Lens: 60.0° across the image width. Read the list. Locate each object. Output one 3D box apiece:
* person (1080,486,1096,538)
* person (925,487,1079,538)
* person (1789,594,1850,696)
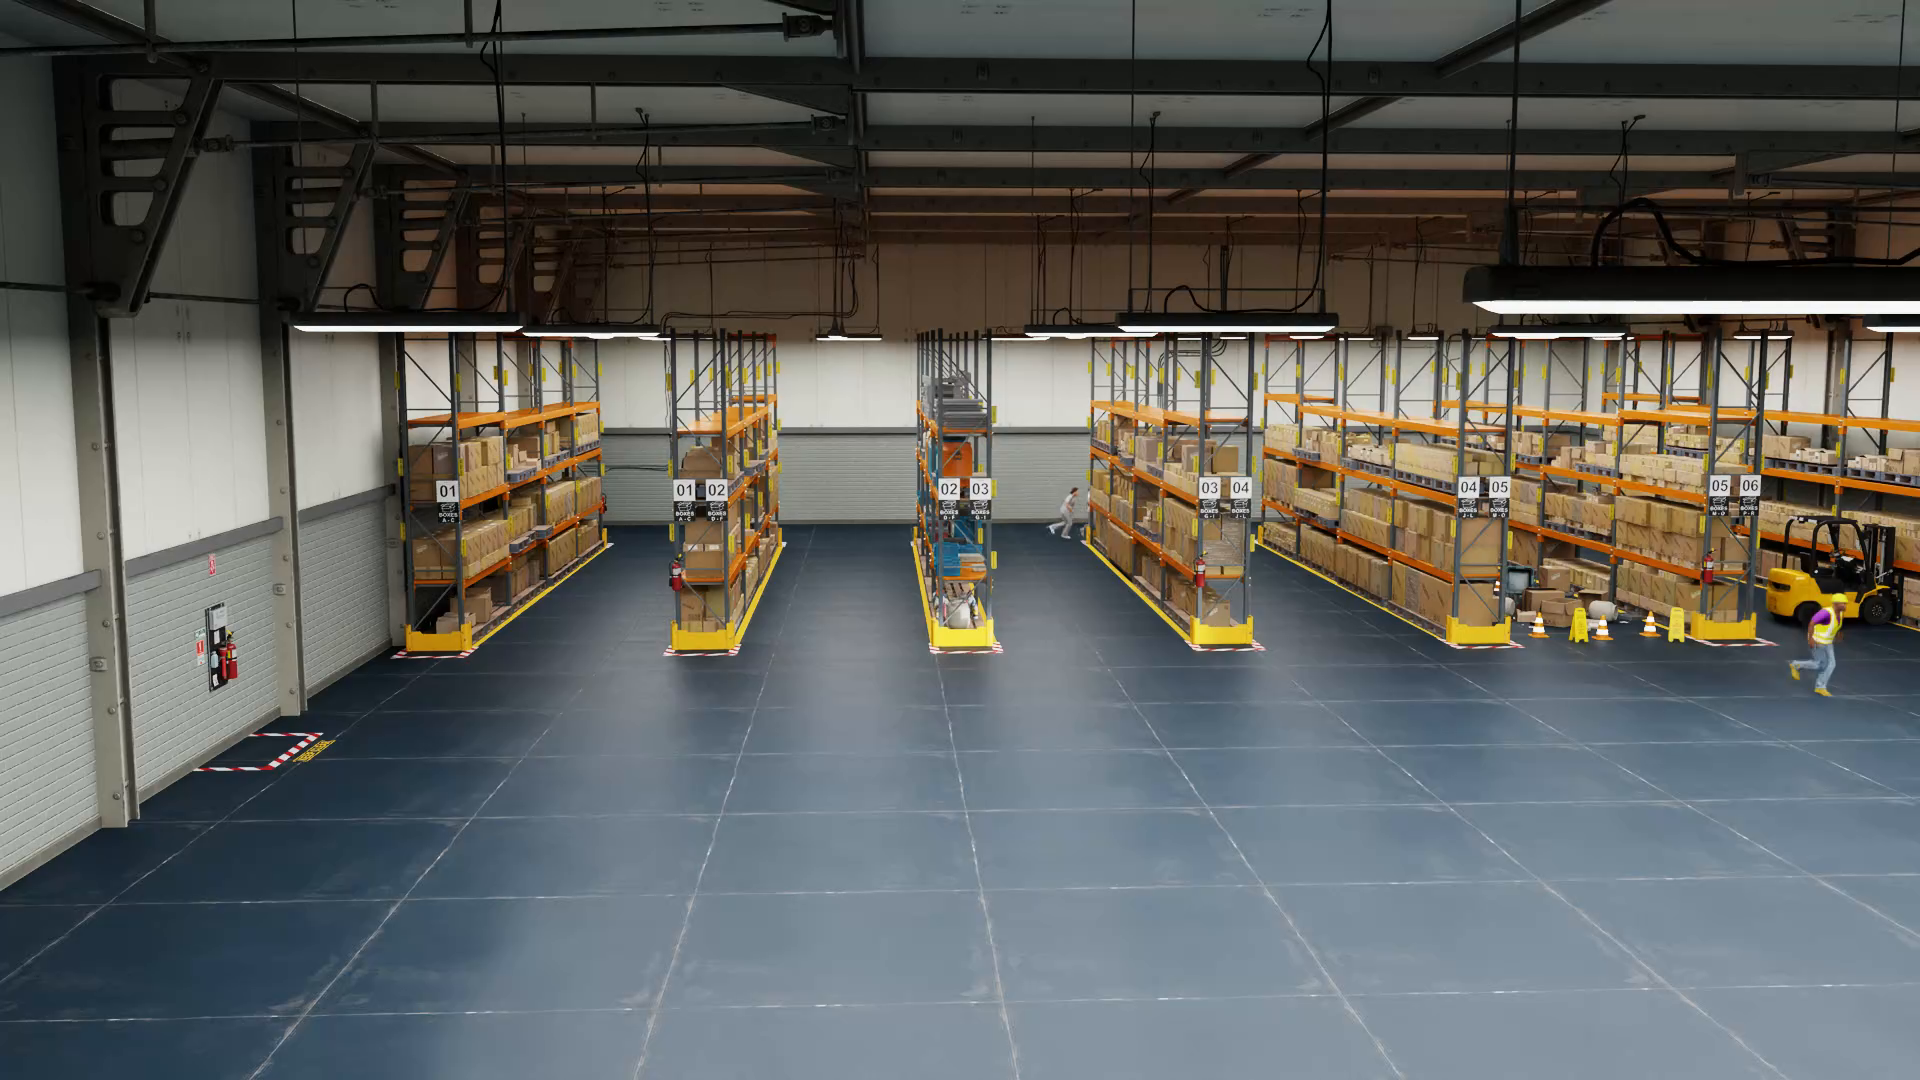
[{"bbox_3d":[3.839,-0.845,48.855,0.609,1.656,0.611,1,7,12],"label":"person"},{"bbox_3d":[1.323,-0.416,45.600,2.642,1.587,8.383,2,7,13],"label":"person"},{"bbox_3d":[14.118,1.695,27.310,0.698,1.700,0.876,-6,9,-42],"label":"person"}]
